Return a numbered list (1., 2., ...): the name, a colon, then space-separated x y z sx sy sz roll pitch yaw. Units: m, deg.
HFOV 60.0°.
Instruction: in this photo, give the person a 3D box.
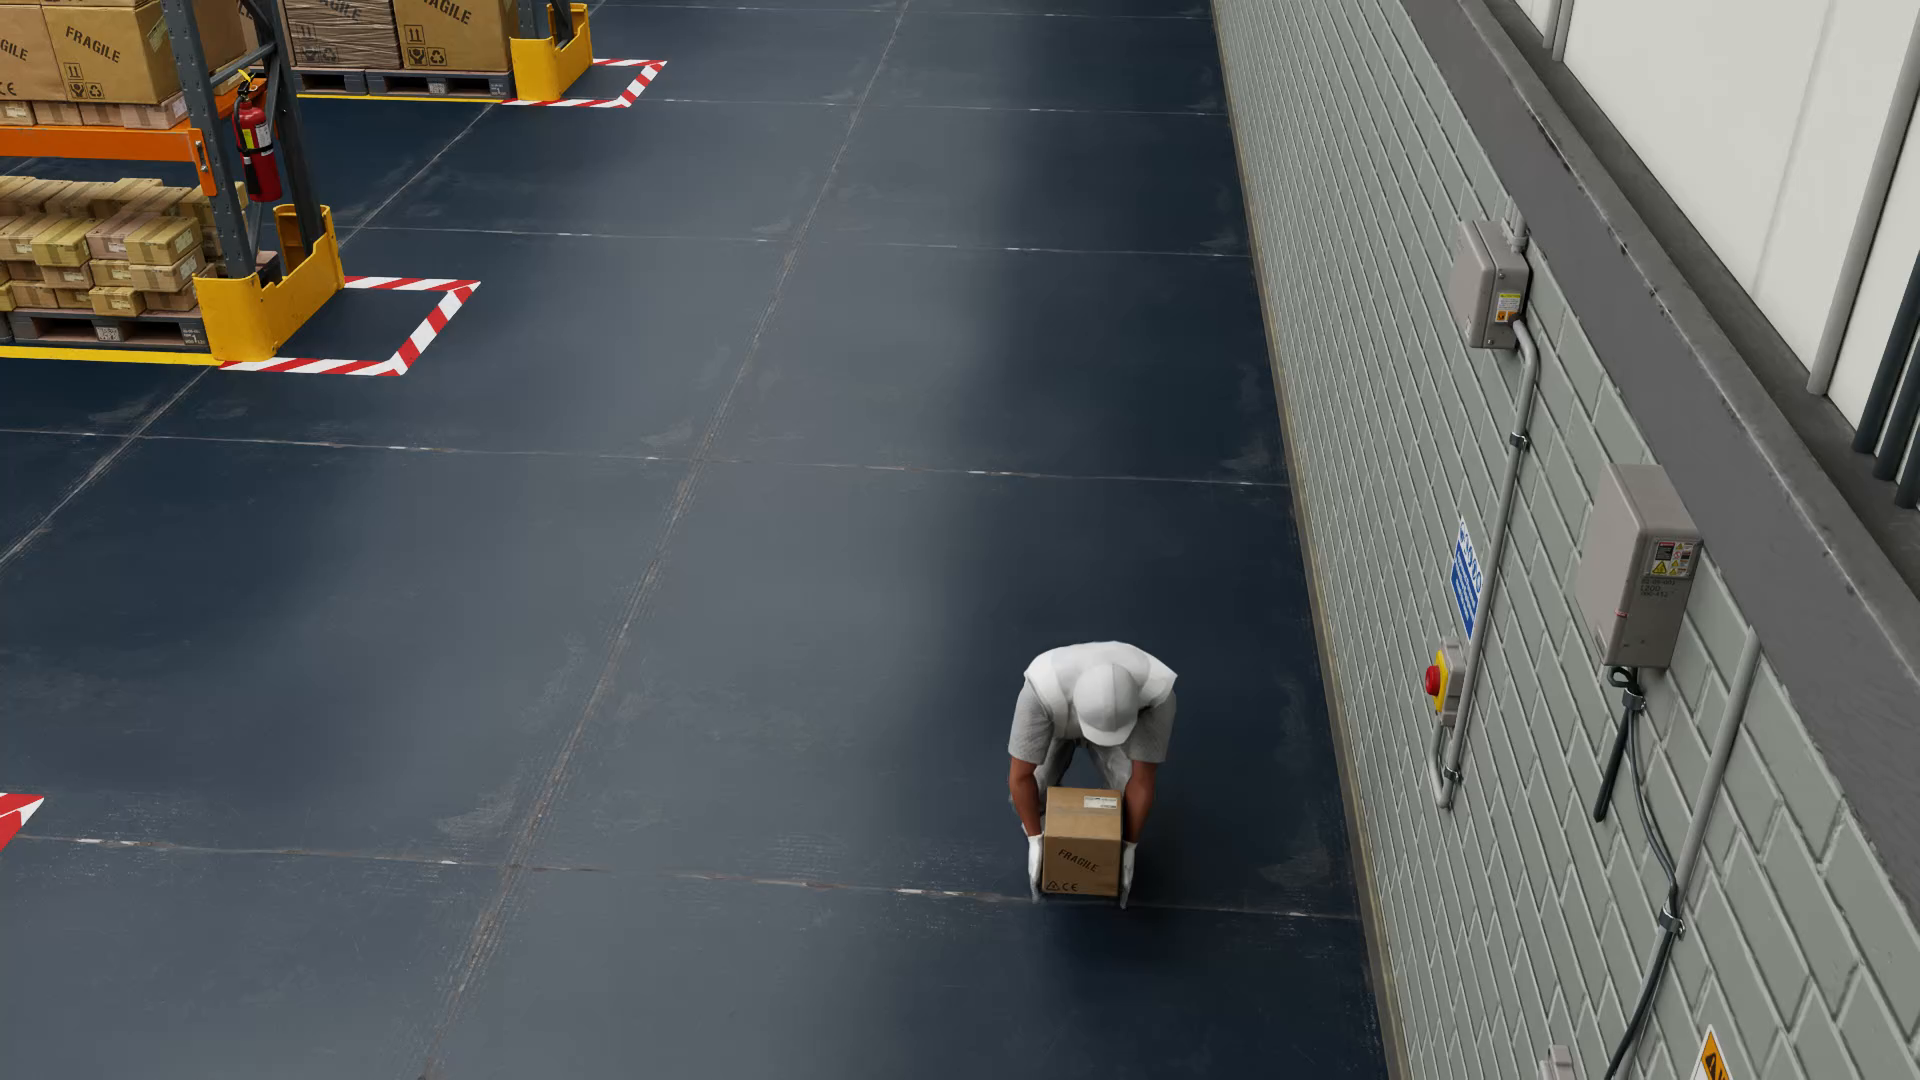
1. person: 0.450 0.691 5.755 0.563 0.996 0.899 2 32 4
